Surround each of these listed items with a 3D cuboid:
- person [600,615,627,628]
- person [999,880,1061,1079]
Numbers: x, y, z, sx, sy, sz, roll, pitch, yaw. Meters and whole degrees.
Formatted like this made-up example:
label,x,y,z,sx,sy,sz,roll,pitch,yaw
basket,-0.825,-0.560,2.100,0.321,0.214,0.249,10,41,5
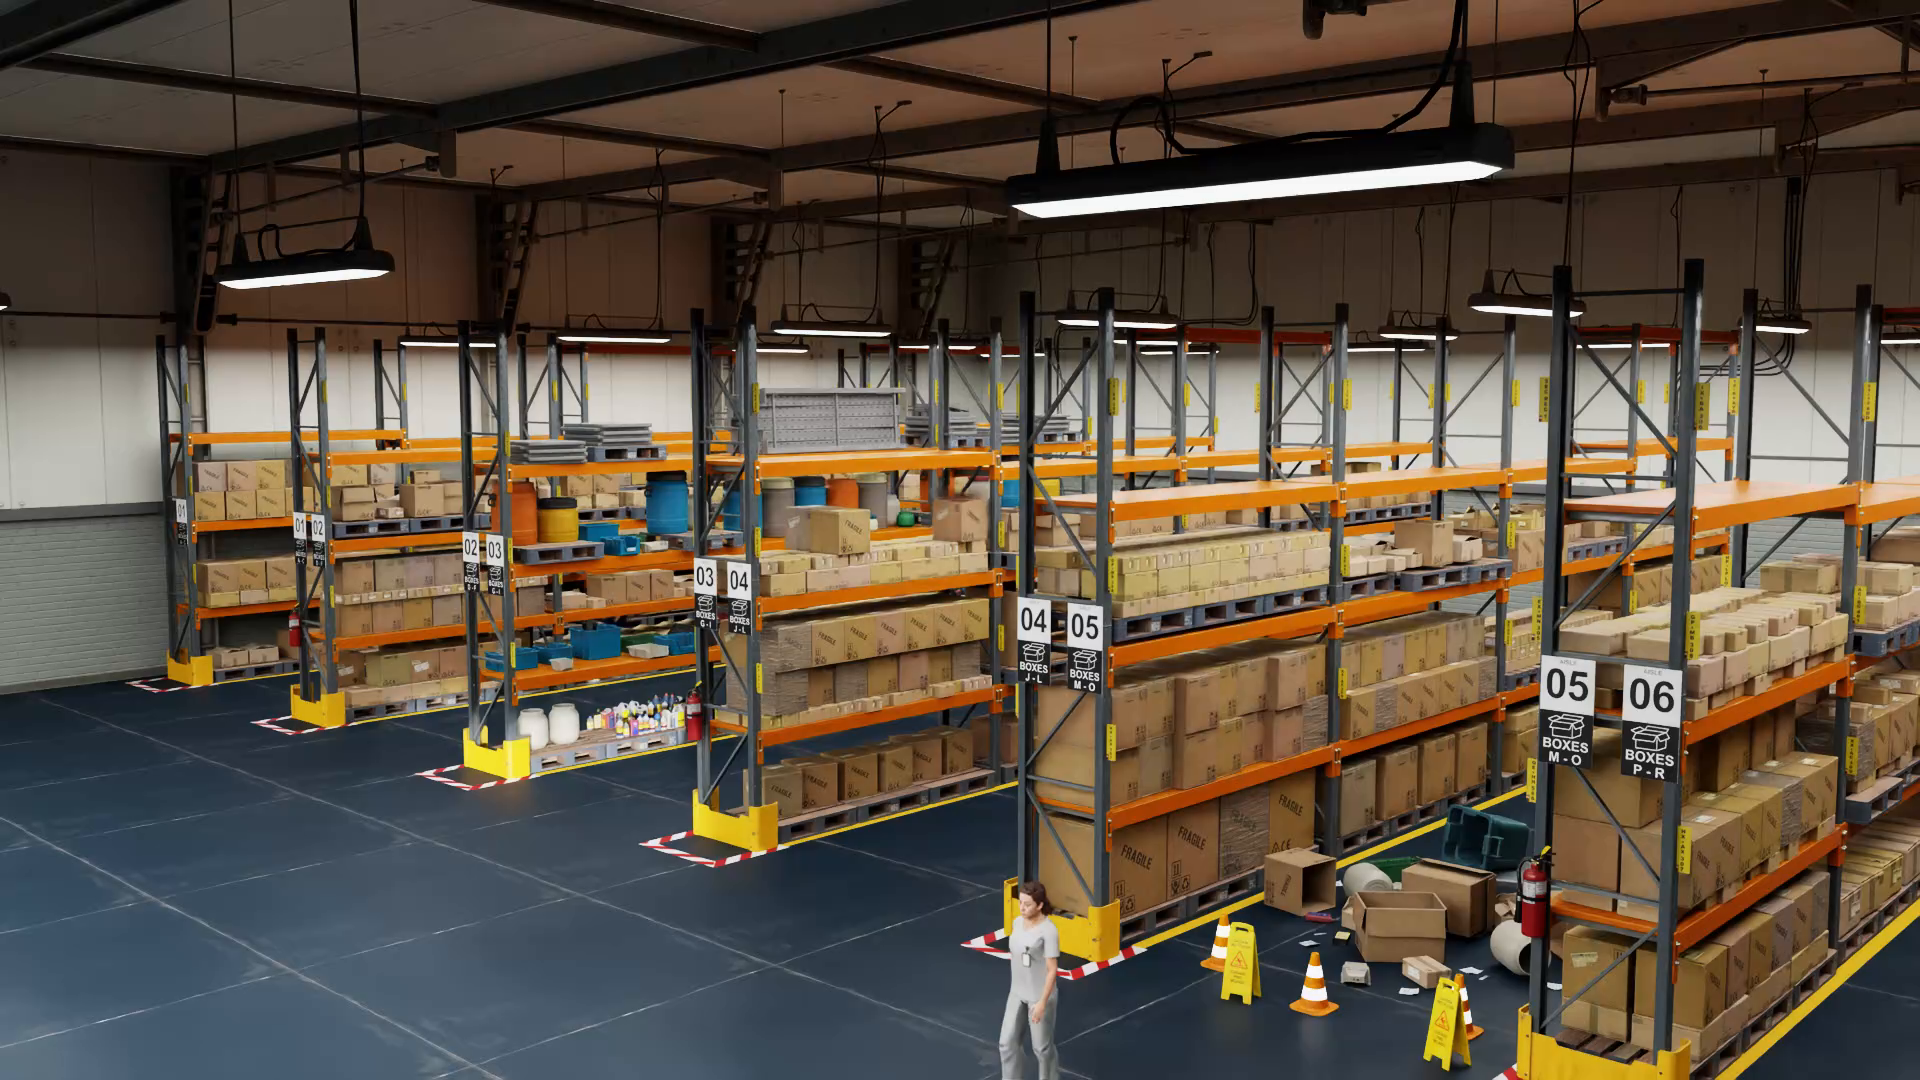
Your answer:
label,x,y,z,sx,sy,sz,roll,pitch,yaw
person,-6.542,1.413,31.356,0.576,1.588,1.022,5,7,40
person,0.498,3.251,11.714,0.537,1.725,0.485,-5,7,-44
